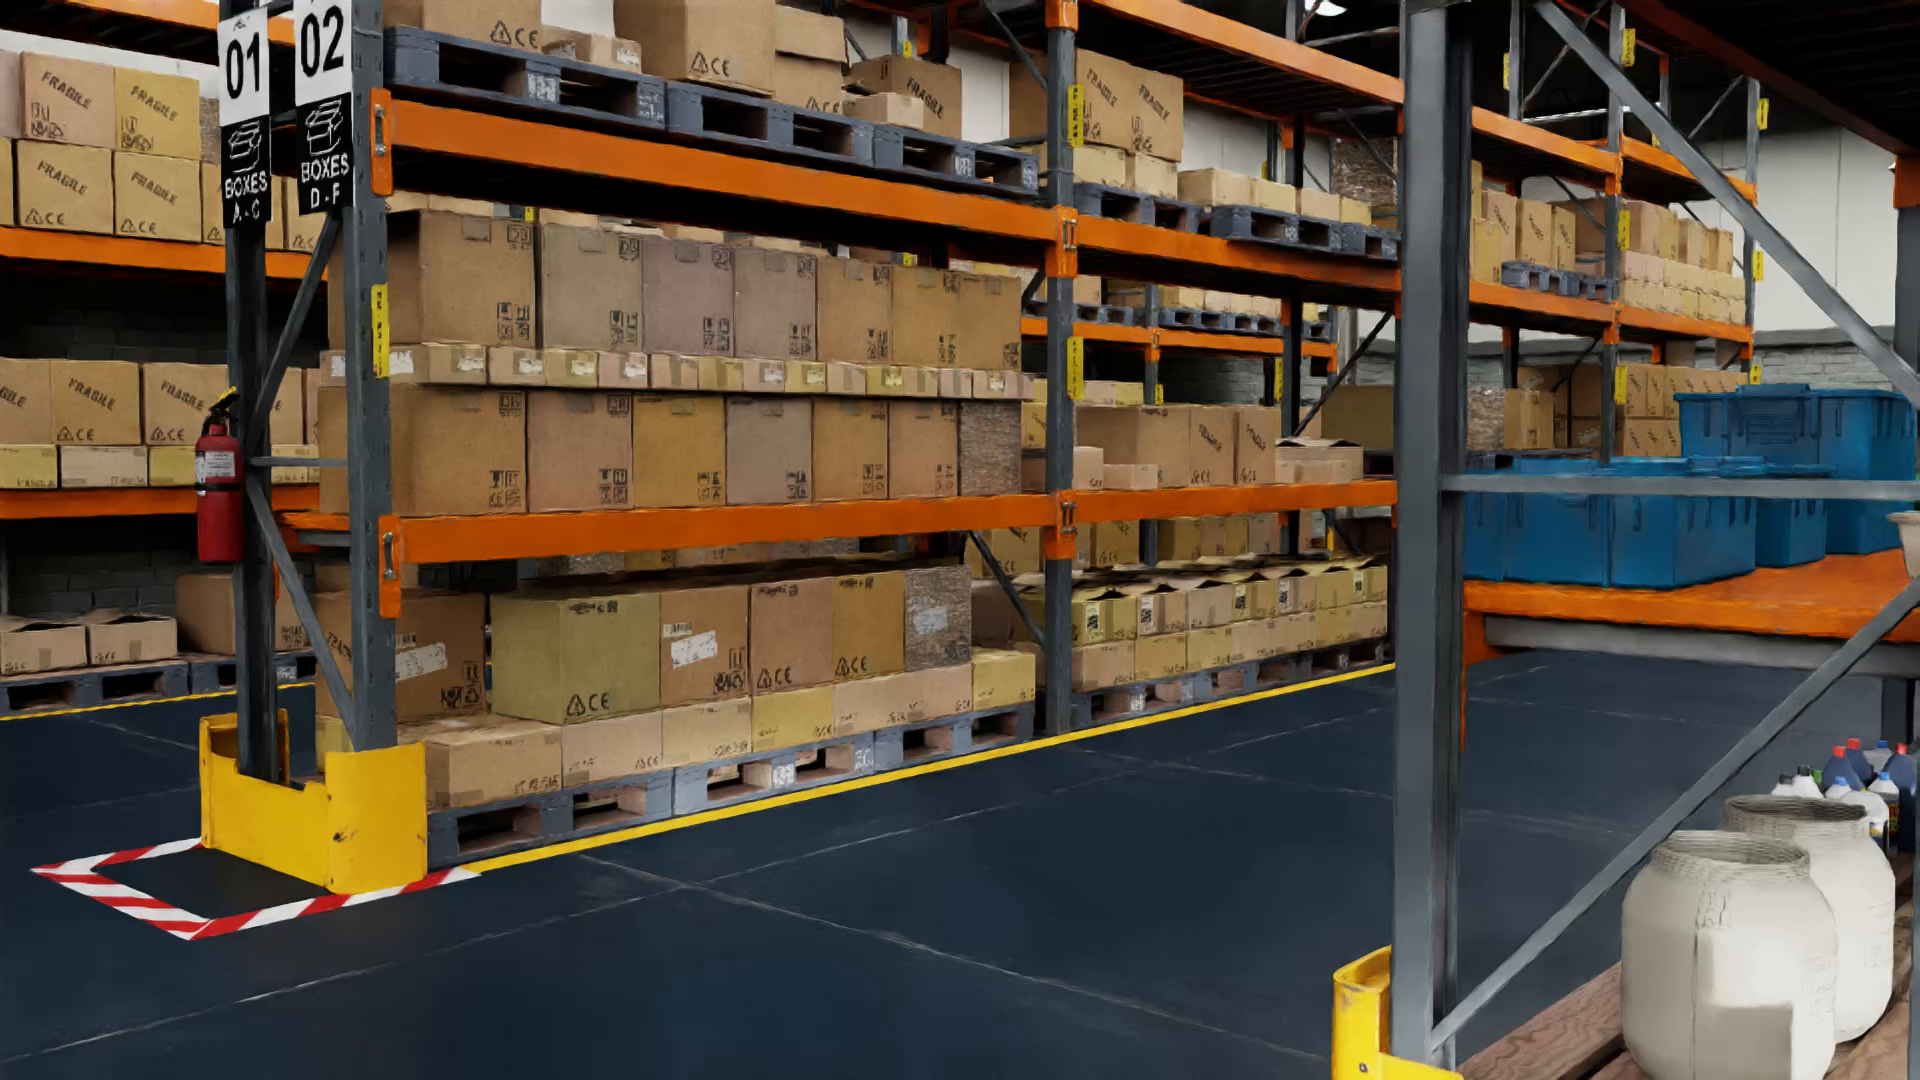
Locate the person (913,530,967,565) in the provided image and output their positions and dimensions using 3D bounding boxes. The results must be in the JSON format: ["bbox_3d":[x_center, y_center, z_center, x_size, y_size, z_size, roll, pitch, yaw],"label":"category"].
[{"bbox_3d":[-0.193,0.047,12.562,0.665,1.554,0.695,1,4,17],"label":"person"}]
